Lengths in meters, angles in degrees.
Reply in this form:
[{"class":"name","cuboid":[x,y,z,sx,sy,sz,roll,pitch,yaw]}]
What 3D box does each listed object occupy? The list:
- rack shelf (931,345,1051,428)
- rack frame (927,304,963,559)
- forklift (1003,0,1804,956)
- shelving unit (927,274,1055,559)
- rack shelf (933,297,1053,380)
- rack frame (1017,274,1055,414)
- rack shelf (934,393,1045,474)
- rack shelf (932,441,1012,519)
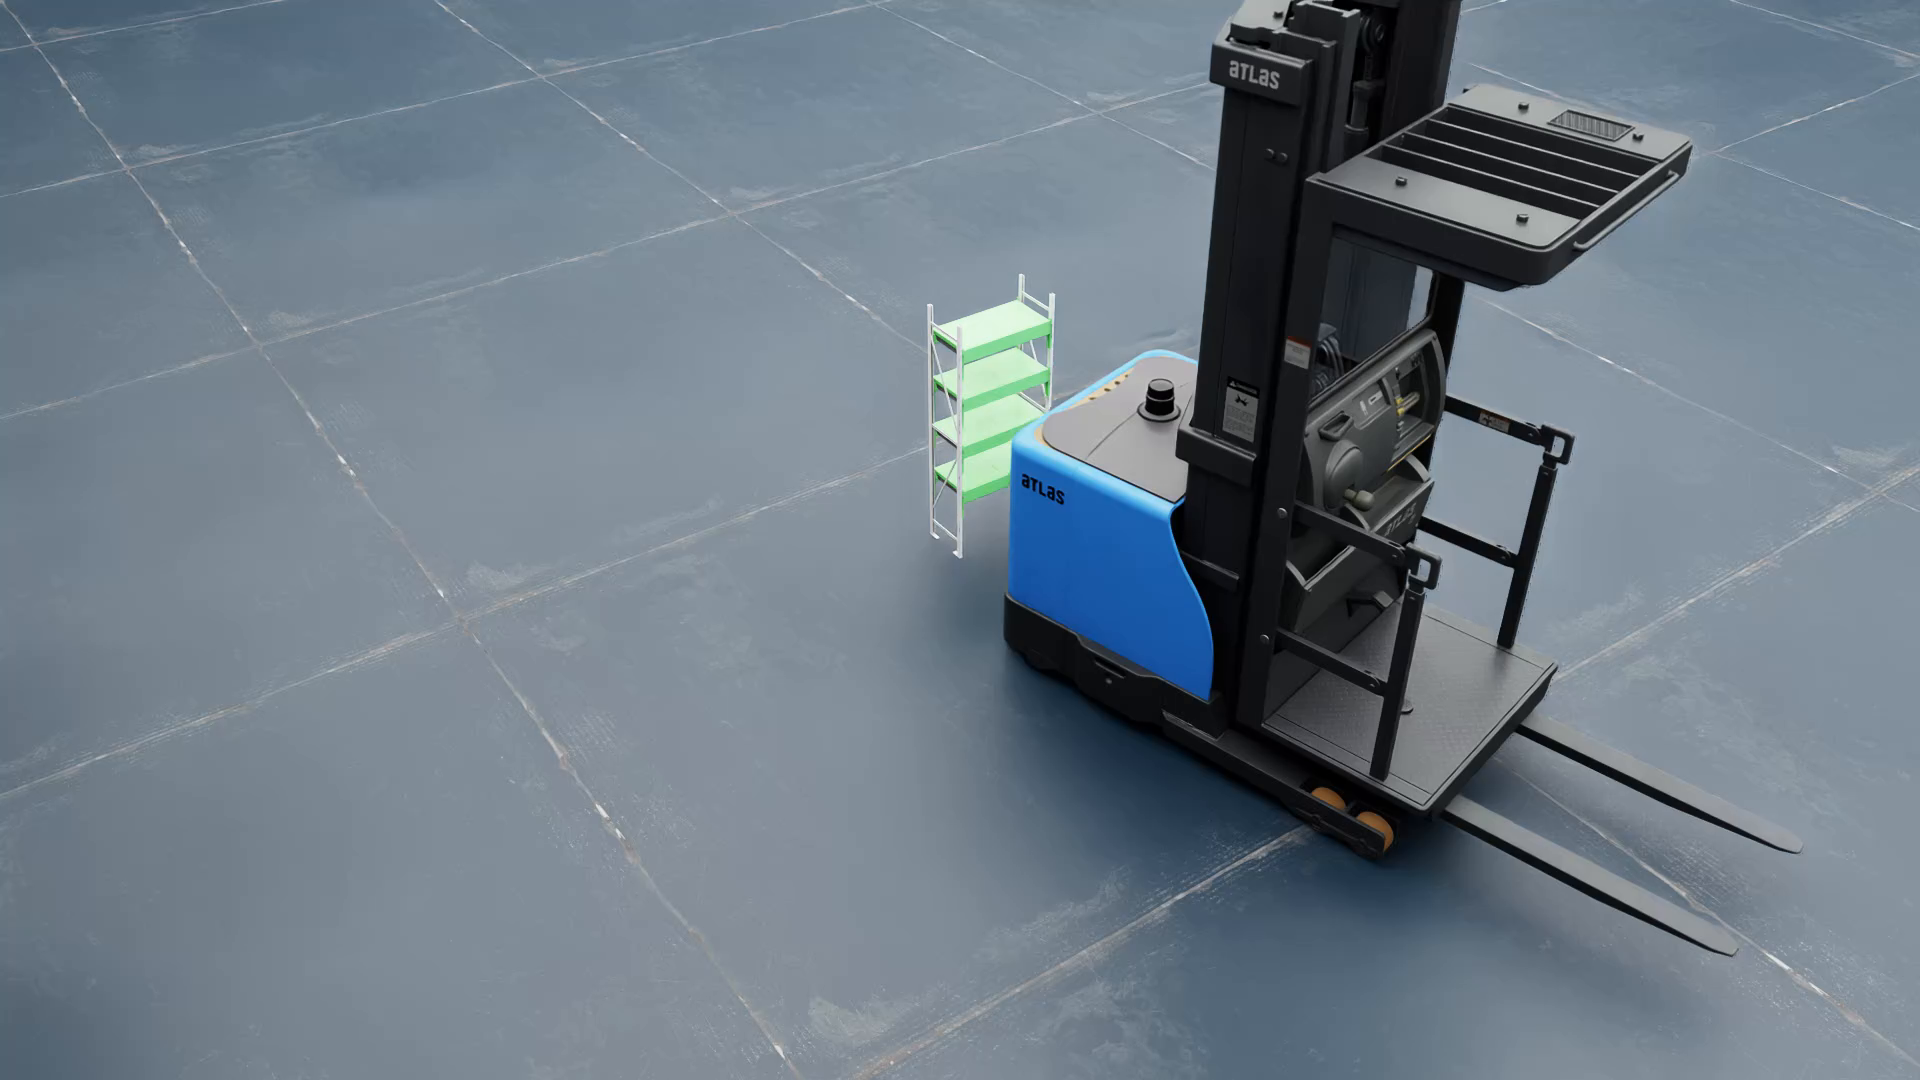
[{"class":"rack shelf","cuboid":[0.135,-0.686,7.374,0.480,0.148,0.258,-22,41,-28]},{"class":"rack frame","cuboid":[-0.064,-0.461,7.363,0.015,1.200,0.240,-22,41,-28]},{"class":"forklift","cuboid":[1.625,-0.370,5.755,3.031,2.935,1.130,27,44,32]},{"class":"shelving unit","cuboid":[0.135,-0.543,7.477,0.503,1.200,0.258,-22,41,-28]},{"class":"rack shelf","cuboid":[0.135,-0.881,7.234,0.480,0.148,0.258,-22,41,-28]},{"class":"rack frame","cuboid":[0.335,-0.625,7.591,0.015,1.200,0.240,-22,41,-28]},{"class":"rack shelf","cuboid":[0.135,-0.491,7.514,0.480,0.148,0.258,-22,41,-28]},{"class":"rack shelf","cuboid":[0.135,-0.296,7.655,0.480,0.148,0.258,-22,41,-28]}]
